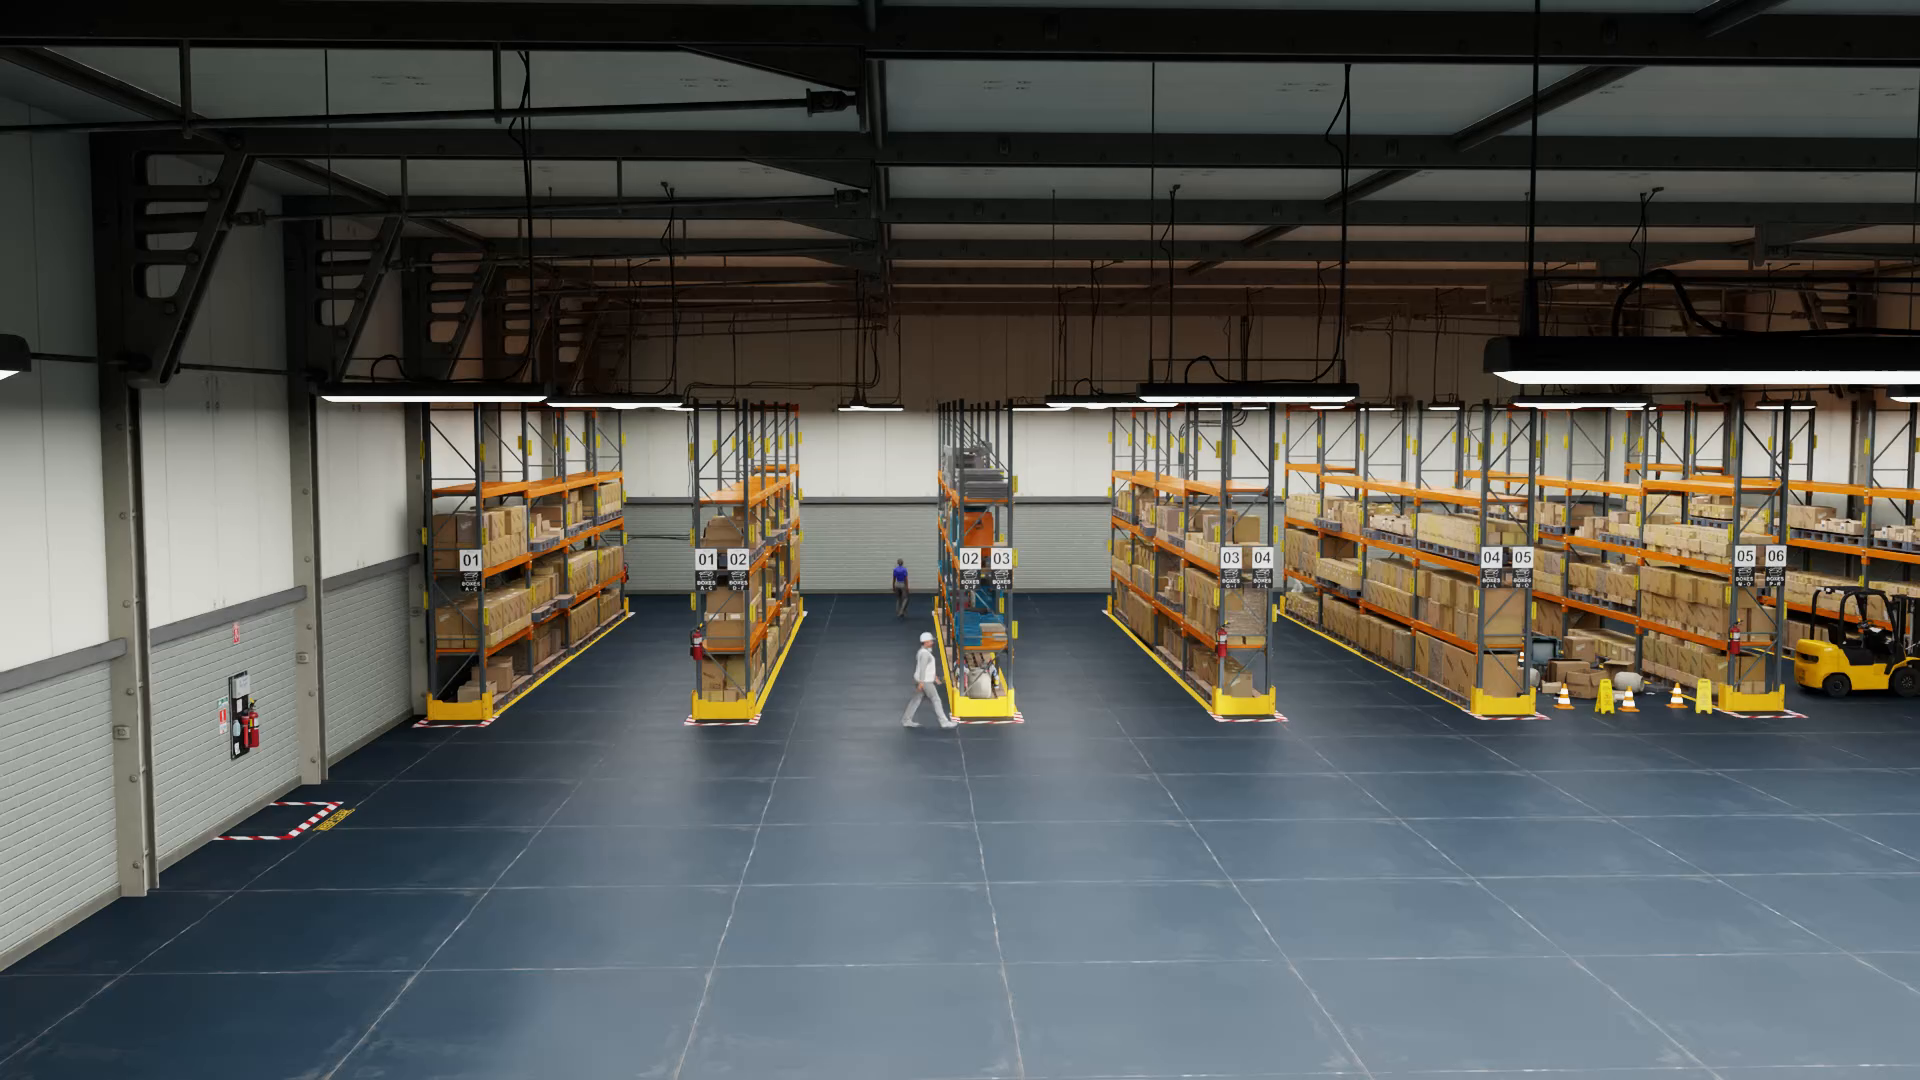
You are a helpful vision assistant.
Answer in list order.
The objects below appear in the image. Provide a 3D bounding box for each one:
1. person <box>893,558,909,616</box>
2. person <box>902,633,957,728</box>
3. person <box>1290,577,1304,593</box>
[{"bbox_3d":[-1.673,1.345,46.872,0.507,1.655,0.493,2,5,26],"label":"person"},{"bbox_3d":[-0.576,2.541,30.260,0.977,1.716,0.551,-1,4,-15],"label":"person"},{"bbox_3d":[10.297,1.031,50.160,0.527,1.767,0.959,-3,5,-32],"label":"person"}]
